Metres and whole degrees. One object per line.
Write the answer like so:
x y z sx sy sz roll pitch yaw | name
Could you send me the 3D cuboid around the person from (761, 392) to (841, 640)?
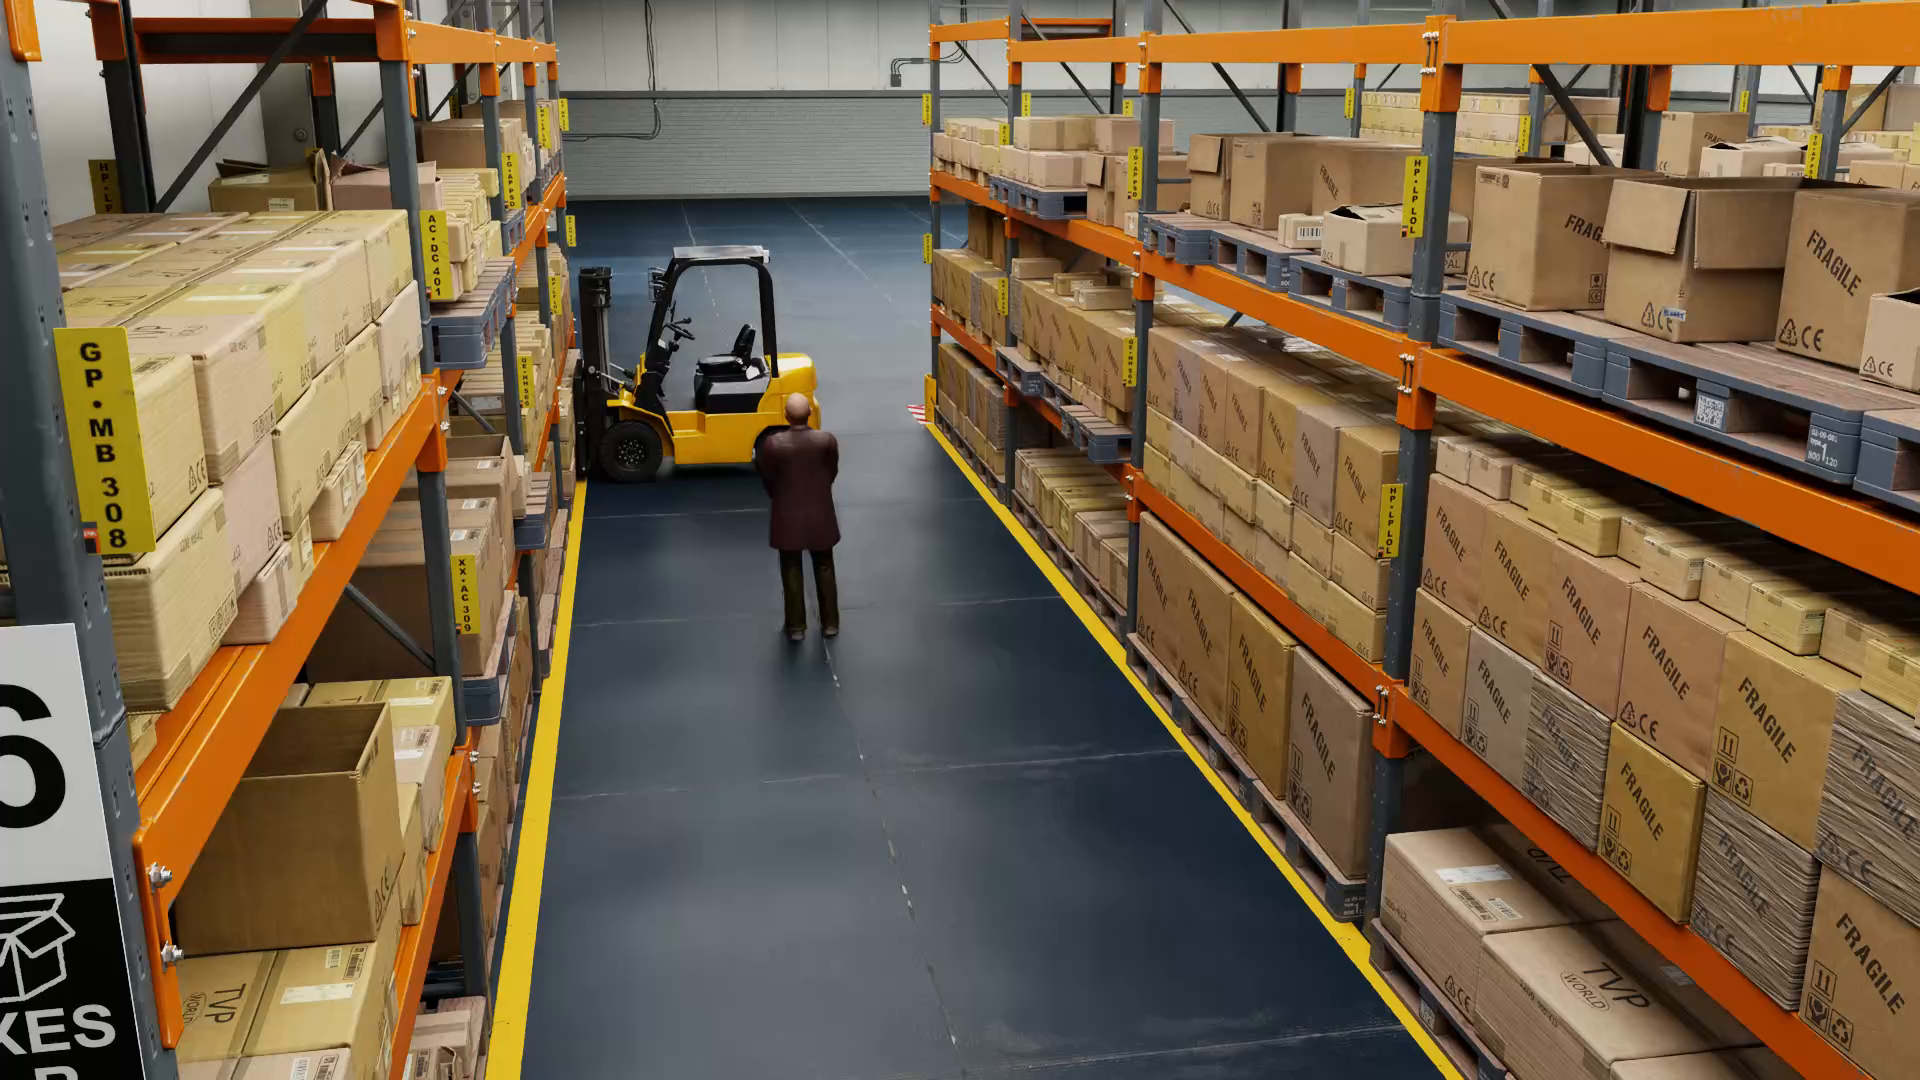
-1.118 -0.189 11.706 0.552 1.780 0.536 -3 16 -11 | person
